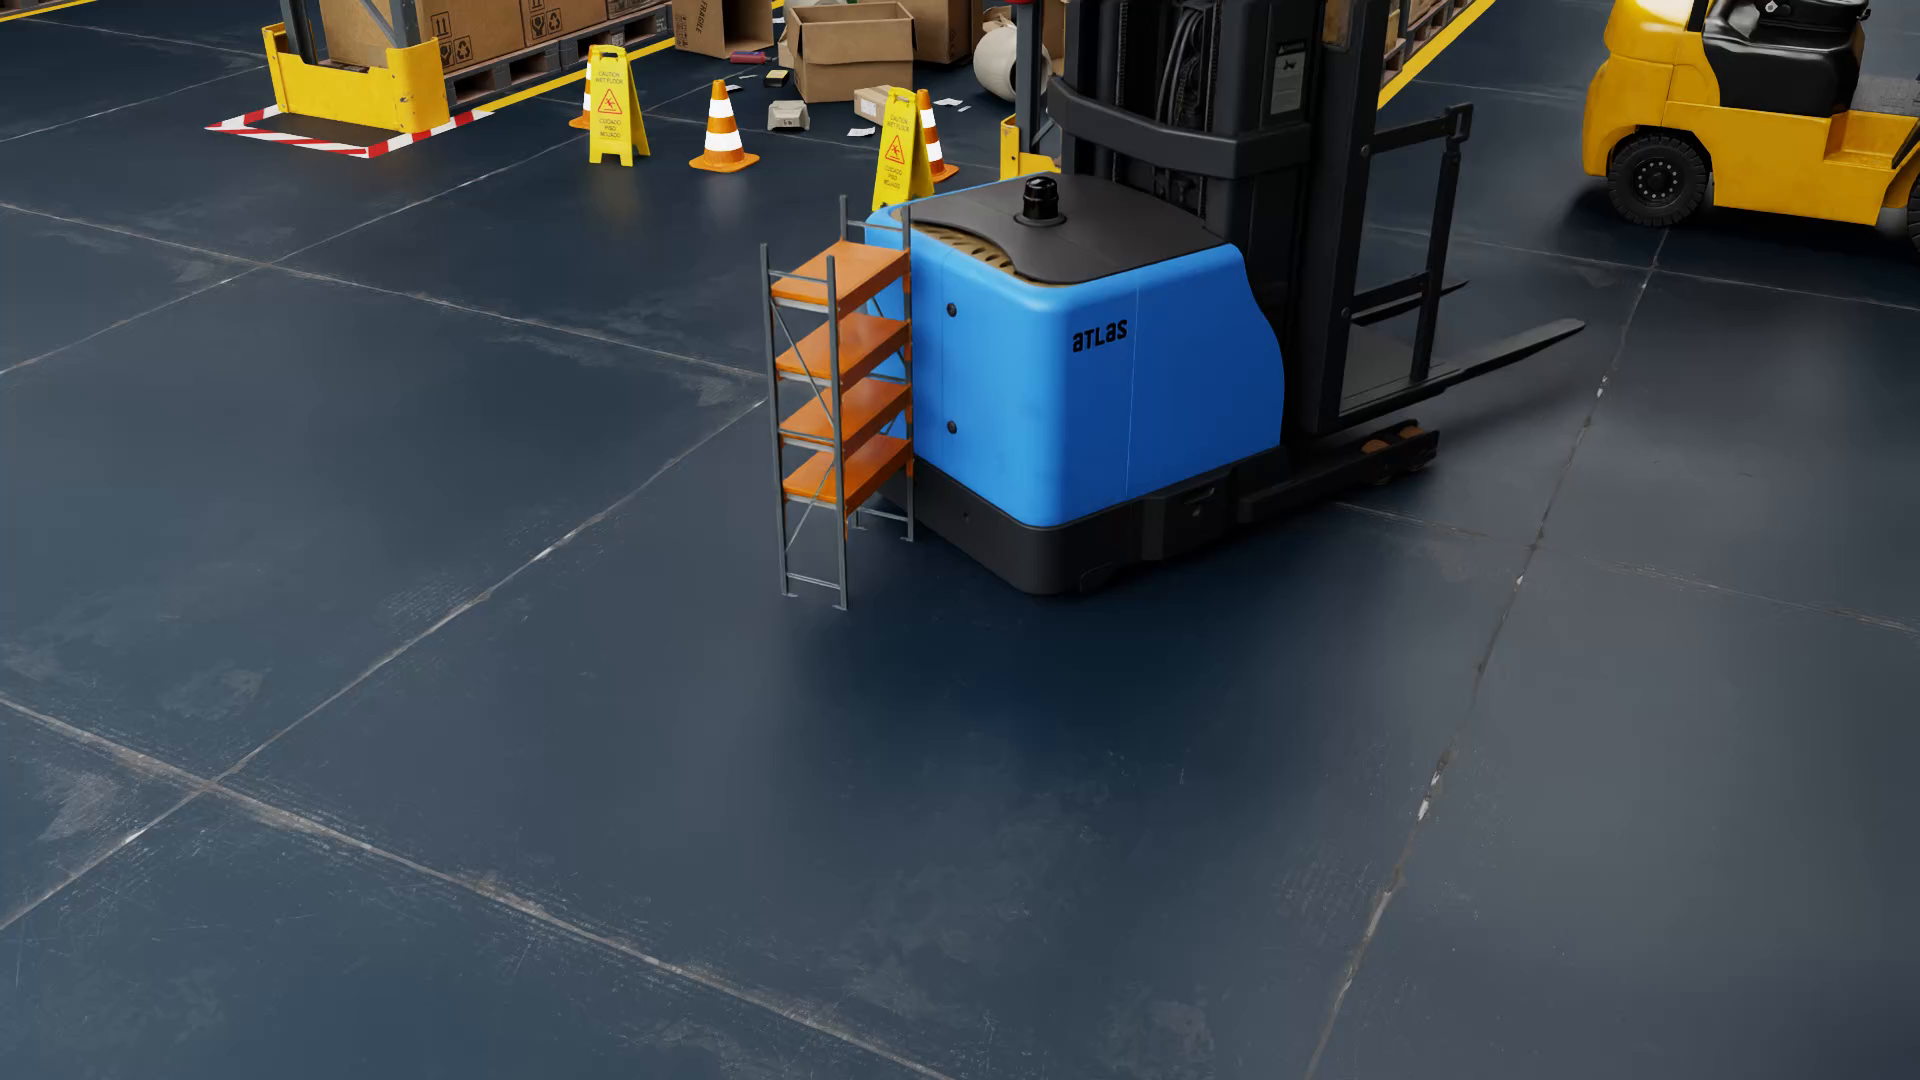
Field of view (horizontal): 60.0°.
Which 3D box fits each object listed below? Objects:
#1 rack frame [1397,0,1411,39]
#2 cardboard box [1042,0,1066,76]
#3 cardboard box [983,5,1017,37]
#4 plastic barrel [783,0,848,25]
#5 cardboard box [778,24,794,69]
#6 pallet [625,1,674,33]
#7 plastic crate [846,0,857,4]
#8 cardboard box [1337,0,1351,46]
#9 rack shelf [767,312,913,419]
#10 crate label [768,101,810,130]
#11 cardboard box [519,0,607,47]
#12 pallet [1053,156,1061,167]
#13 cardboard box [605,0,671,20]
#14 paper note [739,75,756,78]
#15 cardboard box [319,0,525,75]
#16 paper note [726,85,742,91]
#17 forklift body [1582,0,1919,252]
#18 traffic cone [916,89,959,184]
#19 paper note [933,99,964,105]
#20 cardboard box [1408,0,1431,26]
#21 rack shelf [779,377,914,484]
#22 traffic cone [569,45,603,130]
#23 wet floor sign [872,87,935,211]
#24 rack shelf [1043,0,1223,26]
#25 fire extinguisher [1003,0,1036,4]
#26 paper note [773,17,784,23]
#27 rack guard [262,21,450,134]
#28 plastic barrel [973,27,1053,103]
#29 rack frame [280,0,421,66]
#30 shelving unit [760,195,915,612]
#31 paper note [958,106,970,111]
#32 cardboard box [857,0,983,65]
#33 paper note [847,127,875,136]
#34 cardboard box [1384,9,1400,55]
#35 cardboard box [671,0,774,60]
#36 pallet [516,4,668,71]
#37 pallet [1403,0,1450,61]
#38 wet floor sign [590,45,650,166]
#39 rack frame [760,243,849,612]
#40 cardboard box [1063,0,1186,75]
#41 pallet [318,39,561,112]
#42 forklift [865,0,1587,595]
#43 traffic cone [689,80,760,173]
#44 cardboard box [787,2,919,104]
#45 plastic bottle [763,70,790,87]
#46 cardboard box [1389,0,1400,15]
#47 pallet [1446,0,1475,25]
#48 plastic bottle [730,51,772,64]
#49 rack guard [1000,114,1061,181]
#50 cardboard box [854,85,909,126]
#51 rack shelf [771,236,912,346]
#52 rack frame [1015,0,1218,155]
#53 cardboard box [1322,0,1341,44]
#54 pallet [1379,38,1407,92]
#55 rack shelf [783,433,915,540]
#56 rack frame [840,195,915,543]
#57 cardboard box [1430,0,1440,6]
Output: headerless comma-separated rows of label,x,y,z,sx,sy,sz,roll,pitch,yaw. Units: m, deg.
rack frame,2.571,-4.650,10.836,1.000,3.000,0.127,14,33,23
cardboard box,0.872,-3.401,11.168,0.500,0.500,0.500,-12,32,-20
cardboard box,0.289,-3.591,11.736,0.258,0.266,0.396,-7,31,-11
plastic barrel,-1.033,-3.760,11.873,0.421,0.421,0.512,-12,32,-20
cardboard box,-1.025,-3.363,11.340,0.396,0.266,0.258,21,36,32
pallet,-2.297,-4.200,12.852,1.003,0.211,1.213,14,33,23
plastic crate,-0.794,-4.160,12.748,0.662,0.188,0.450,-18,24,-28
cardboard box,2.079,-3.190,9.879,0.500,0.500,0.500,16,34,26
rack shelf,-0.368,-0.563,5.211,0.258,0.148,0.480,13,32,21
crate label,-1.044,-2.583,10.110,0.250,0.136,0.298,-1,30,-3
cardboard box,-3.055,-3.922,11.280,0.875,0.875,0.875,14,33,23
pallet,1.185,-2.054,9.114,1.003,0.211,1.213,14,33,23
cardboard box,-2.637,-4.326,11.983,0.875,0.875,0.875,15,33,24
paper note,-1.423,-3.108,11.151,0.123,0.001,0.032,-18,34,-28
cardboard box,-3.453,-3.532,10.600,0.875,0.875,0.875,14,33,24
paper note,-1.497,-2.959,10.873,0.142,0.017,0.144,-25,38,-36
forklift body,4.409,-2.639,8.186,2.313,2.155,1.214,14,33,23
traffic cone,-0.203,-2.260,9.221,0.336,0.463,0.334,14,33,23
paper note,-0.072,-2.798,10.603,0.142,0.019,0.148,-25,38,-36
cardboard box,2.808,-3.926,11.792,0.950,0.372,0.625,15,33,24
rack shelf,-0.368,-0.369,5.323,0.258,0.148,0.480,13,32,21
traffic cone,-2.198,-2.769,10.106,0.336,0.463,0.334,14,33,23
wet floor sign,-0.290,-2.015,8.610,0.232,0.644,0.267,-25,38,-36
rack shelf,1.660,-3.452,9.471,1.077,0.370,4.000,14,33,23
fire extinguisher,0.287,-2.897,7.861,0.296,0.674,0.183,14,33,23
paper note,-1.382,-3.938,12.576,0.147,0.020,0.142,-7,31,-11
rack guard,-3.715,-2.861,10.230,1.175,0.500,0.348,14,33,23
plastic barrel,0.342,-3.019,10.582,0.421,0.421,0.512,-12,32,-20
rack frame,-3.704,-3.955,9.626,1.000,3.000,0.127,14,33,23
shelving unit,-0.368,-0.427,5.289,0.258,1.200,0.503,13,32,21
paper note,0.028,-2.716,10.469,0.032,0.001,0.123,14,33,23
cardboard box,-0.286,-3.623,11.417,0.797,0.637,0.503,14,33,23
paper note,-0.592,-2.460,10.004,0.148,0.019,0.142,4,30,6
cardboard box,2.541,-3.317,10.854,0.500,0.250,0.500,16,33,25
cardboard box,-1.675,-3.725,11.732,0.500,0.500,0.500,21,36,32
pallet,-2.852,-3.657,11.907,1.003,0.211,1.213,14,33,23
pallet,2.925,-3.787,12.132,1.003,0.211,1.213,14,33,23
wet floor sign,-1.954,-2.472,9.407,0.267,0.644,0.232,9,31,15
rack frame,-0.470,-0.317,5.097,0.240,1.200,0.015,13,32,21
cardboard box,0.882,-2.606,8.863,0.500,0.500,0.500,15,33,24
pallet,-3.409,-3.118,10.968,1.003,0.211,1.213,14,33,23
forklift,1.163,-1.664,5.705,3.031,2.935,1.130,-20,35,-30
traffic cone,-1.346,-2.361,9.397,0.336,0.463,0.334,14,33,23
cardboard box,-0.705,-3.148,10.726,0.797,0.503,0.637,-7,31,-11
plastic bottle,-1.211,-3.072,11.038,0.133,0.061,0.283,4,30,6
cardboard box,2.541,-3.642,10.667,0.500,0.500,0.500,14,33,23
pallet,3.479,-4.330,13.077,1.003,0.211,1.213,14,33,23
plastic bottle,-1.435,-3.333,11.493,0.283,0.061,0.133,4,30,6
rack guard,0.784,-1.827,8.429,1.175,0.500,0.348,14,33,23
cardboard box,-0.452,-2.680,10.267,0.250,0.149,0.380,-18,34,-28
rack shelf,-0.368,-0.768,5.093,0.258,0.148,0.480,13,32,21
rack frame,0.749,-2.877,7.748,1.000,3.000,0.127,14,33,23
cardboard box,1.843,-2.951,9.463,0.500,0.500,0.500,15,33,24
pallet,2.297,-3.135,10.998,1.003,0.211,1.213,14,33,23
rack shelf,-0.368,-0.197,5.421,0.258,0.148,0.480,13,32,21
rack frame,-0.266,-0.538,5.481,0.240,1.200,0.015,13,32,21
cardboard box,3.132,-4.246,12.348,0.950,0.372,0.625,16,34,26
